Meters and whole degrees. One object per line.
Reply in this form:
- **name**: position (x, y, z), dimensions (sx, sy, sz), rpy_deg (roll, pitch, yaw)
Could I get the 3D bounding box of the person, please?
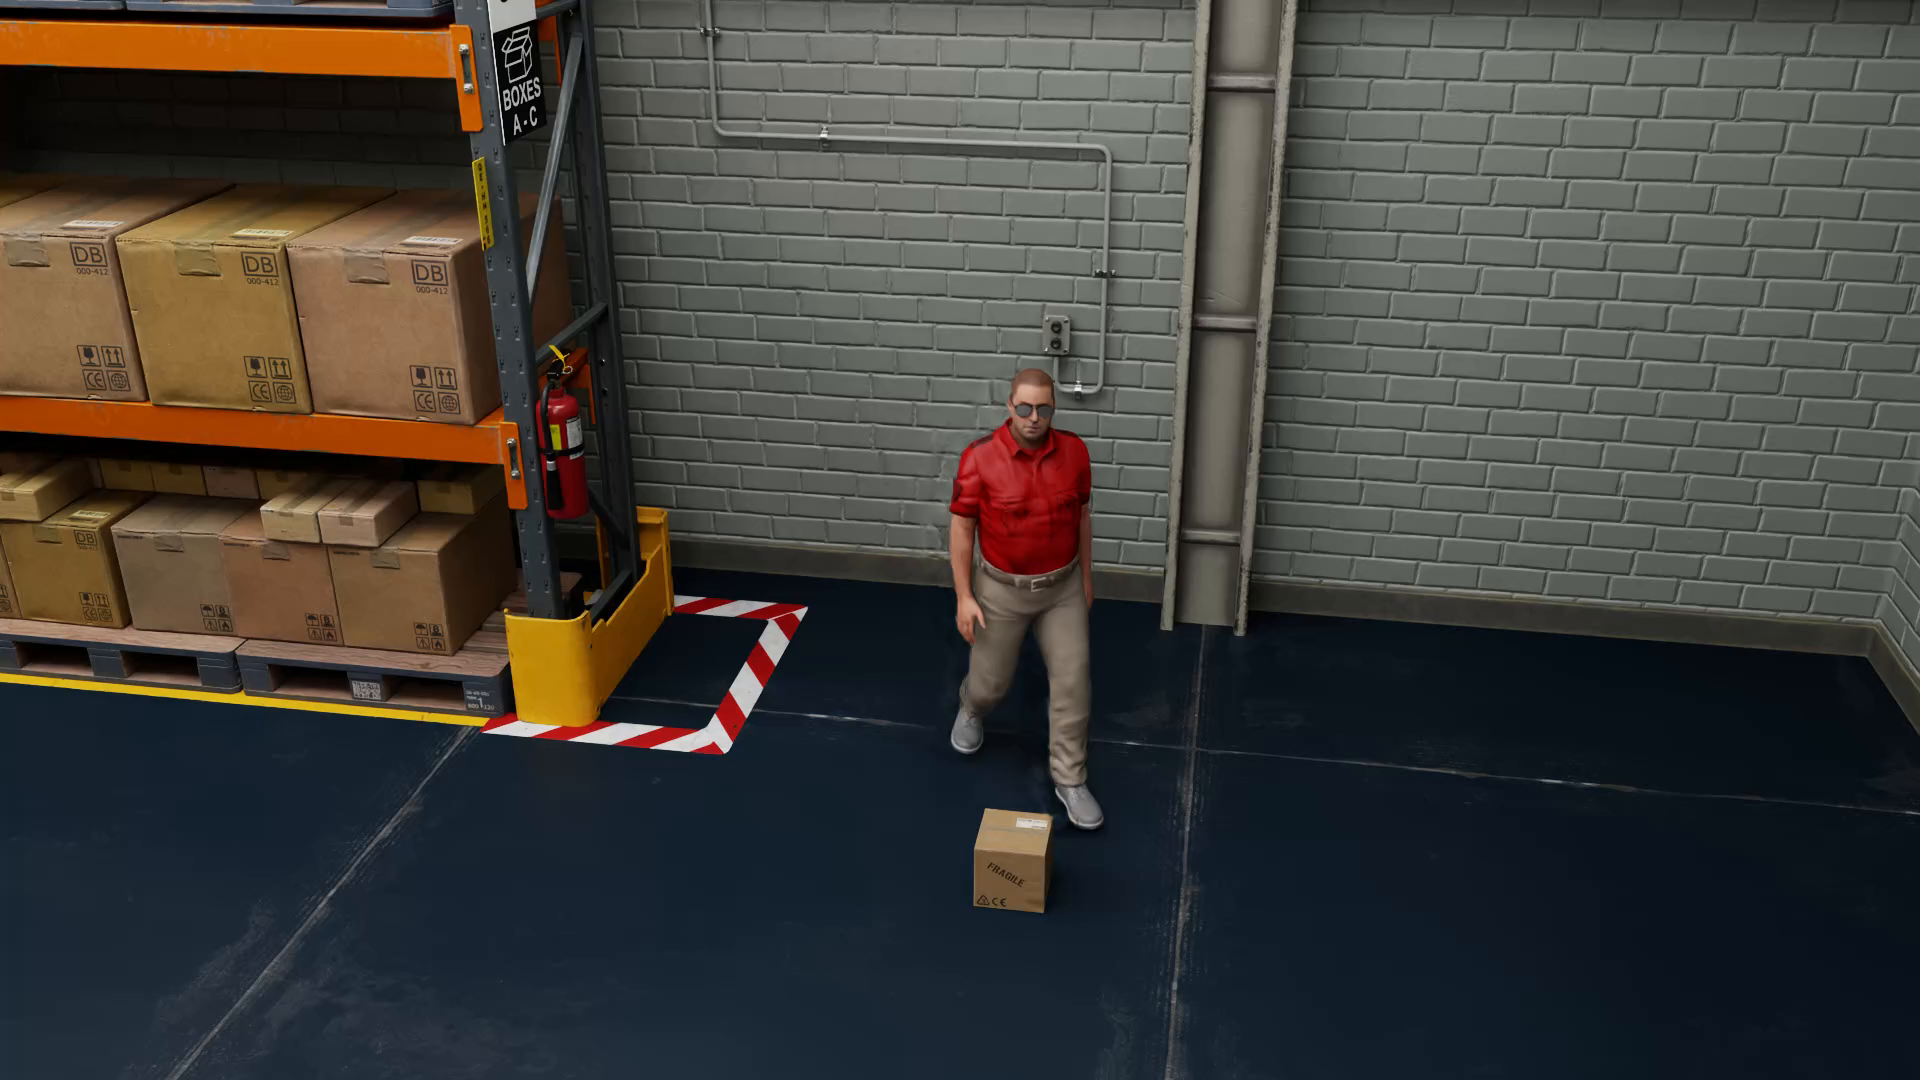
- **person**: position (0.257, 0.179, 6.240), dimensions (0.593, 1.687, 0.880), rpy_deg (-8, 26, -16)
